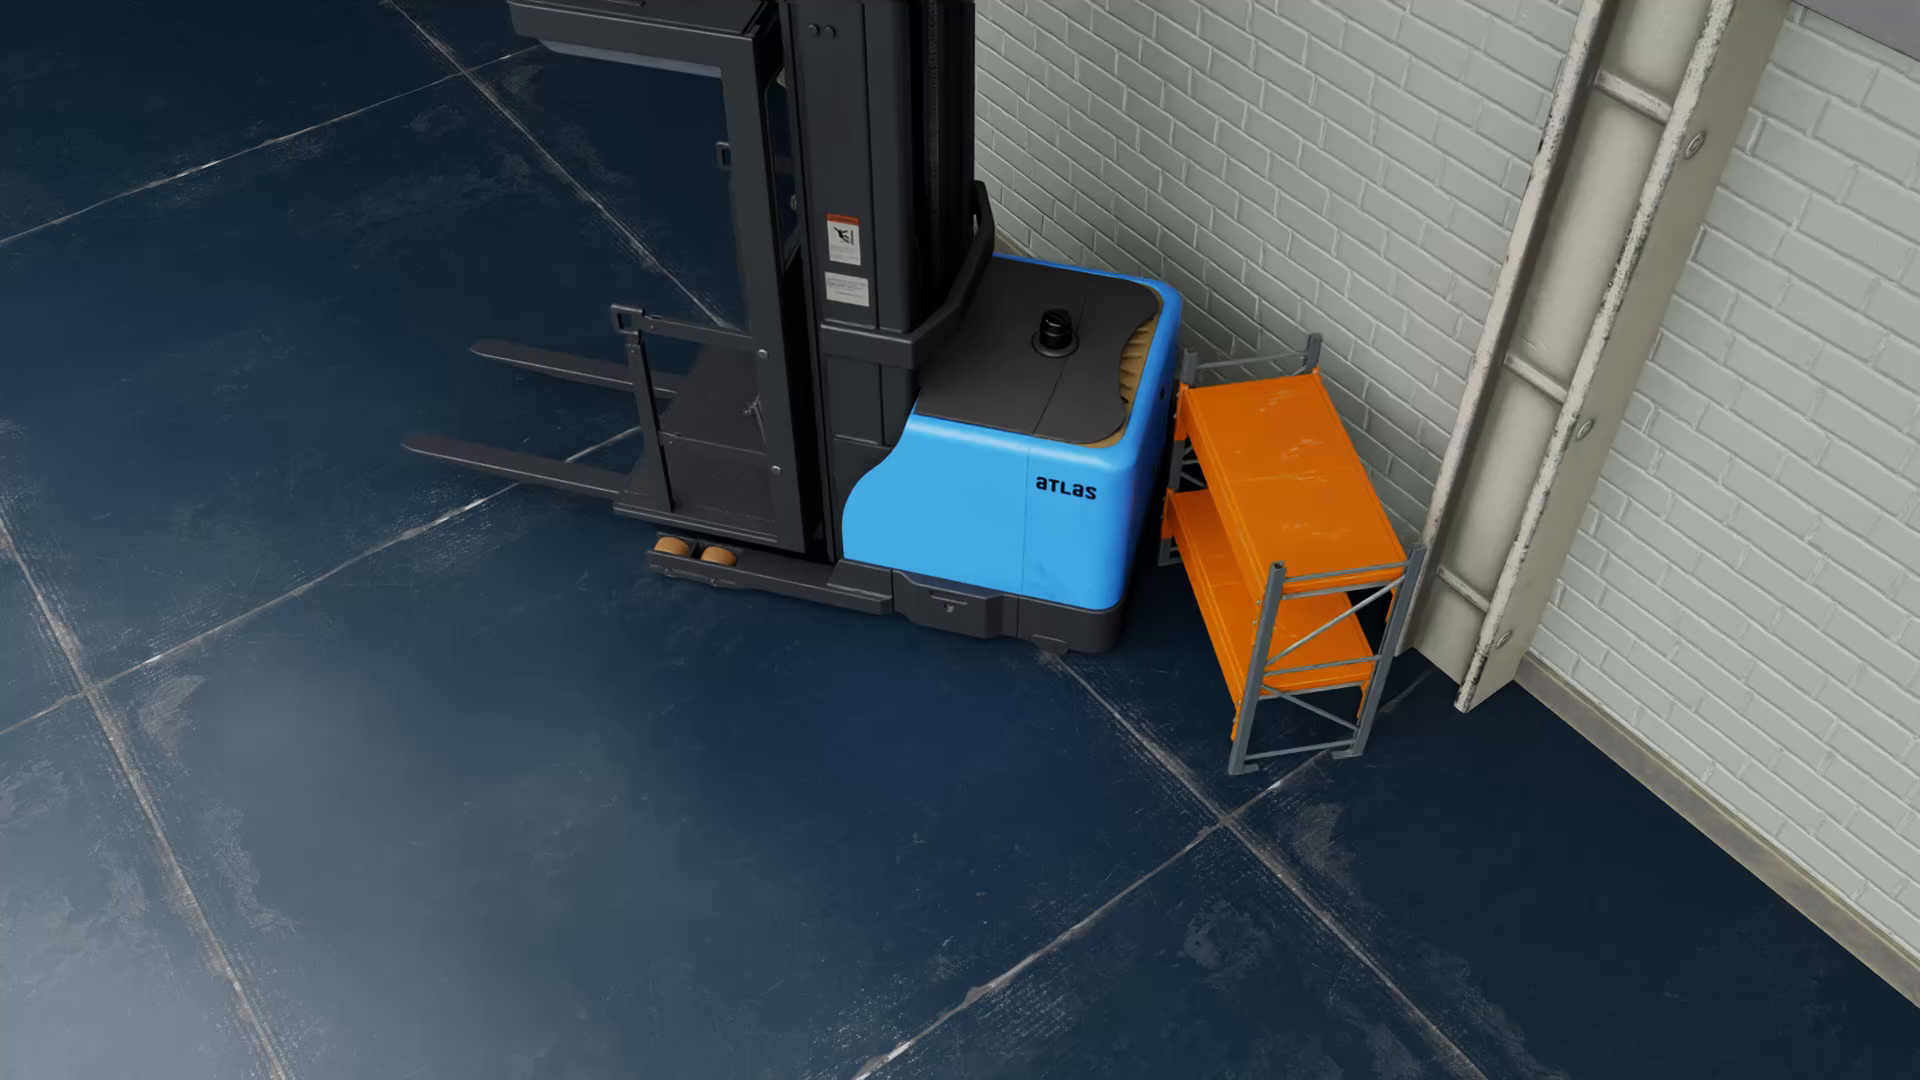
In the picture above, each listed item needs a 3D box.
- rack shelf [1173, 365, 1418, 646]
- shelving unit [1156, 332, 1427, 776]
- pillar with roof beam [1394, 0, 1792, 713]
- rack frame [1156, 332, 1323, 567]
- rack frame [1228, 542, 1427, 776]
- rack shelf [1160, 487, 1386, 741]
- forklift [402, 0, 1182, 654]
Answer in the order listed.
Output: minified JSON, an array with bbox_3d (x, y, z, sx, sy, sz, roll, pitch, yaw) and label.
[{"bbox_3d":[1.124,-0.141,5.722,0.538,0.278,1.000,-8,48,-7],"label":"rack shelf"},{"bbox_3d":[1.124,0.056,5.939,0.538,1.125,1.048,-8,48,-7],"label":"shelving unit"},{"bbox_3d":[-1.554,-0.632,1.248,9.100,9.000,0.400,-29,54,-24],"label":"pillar with roof beam"},{"bbox_3d":[1.035,-0.315,6.275,0.500,1.125,0.032,-8,48,-7],"label":"rack frame"},{"bbox_3d":[1.214,0.426,5.603,0.500,1.125,0.032,-8,48,-7],"label":"rack frame"},{"bbox_3d":[1.124,0.220,6.120,0.538,0.278,1.000,-8,48,-7],"label":"rack shelf"},{"bbox_3d":[-0.738,-1.163,5.825,3.031,2.935,1.130,12,49,10],"label":"forklift"}]
